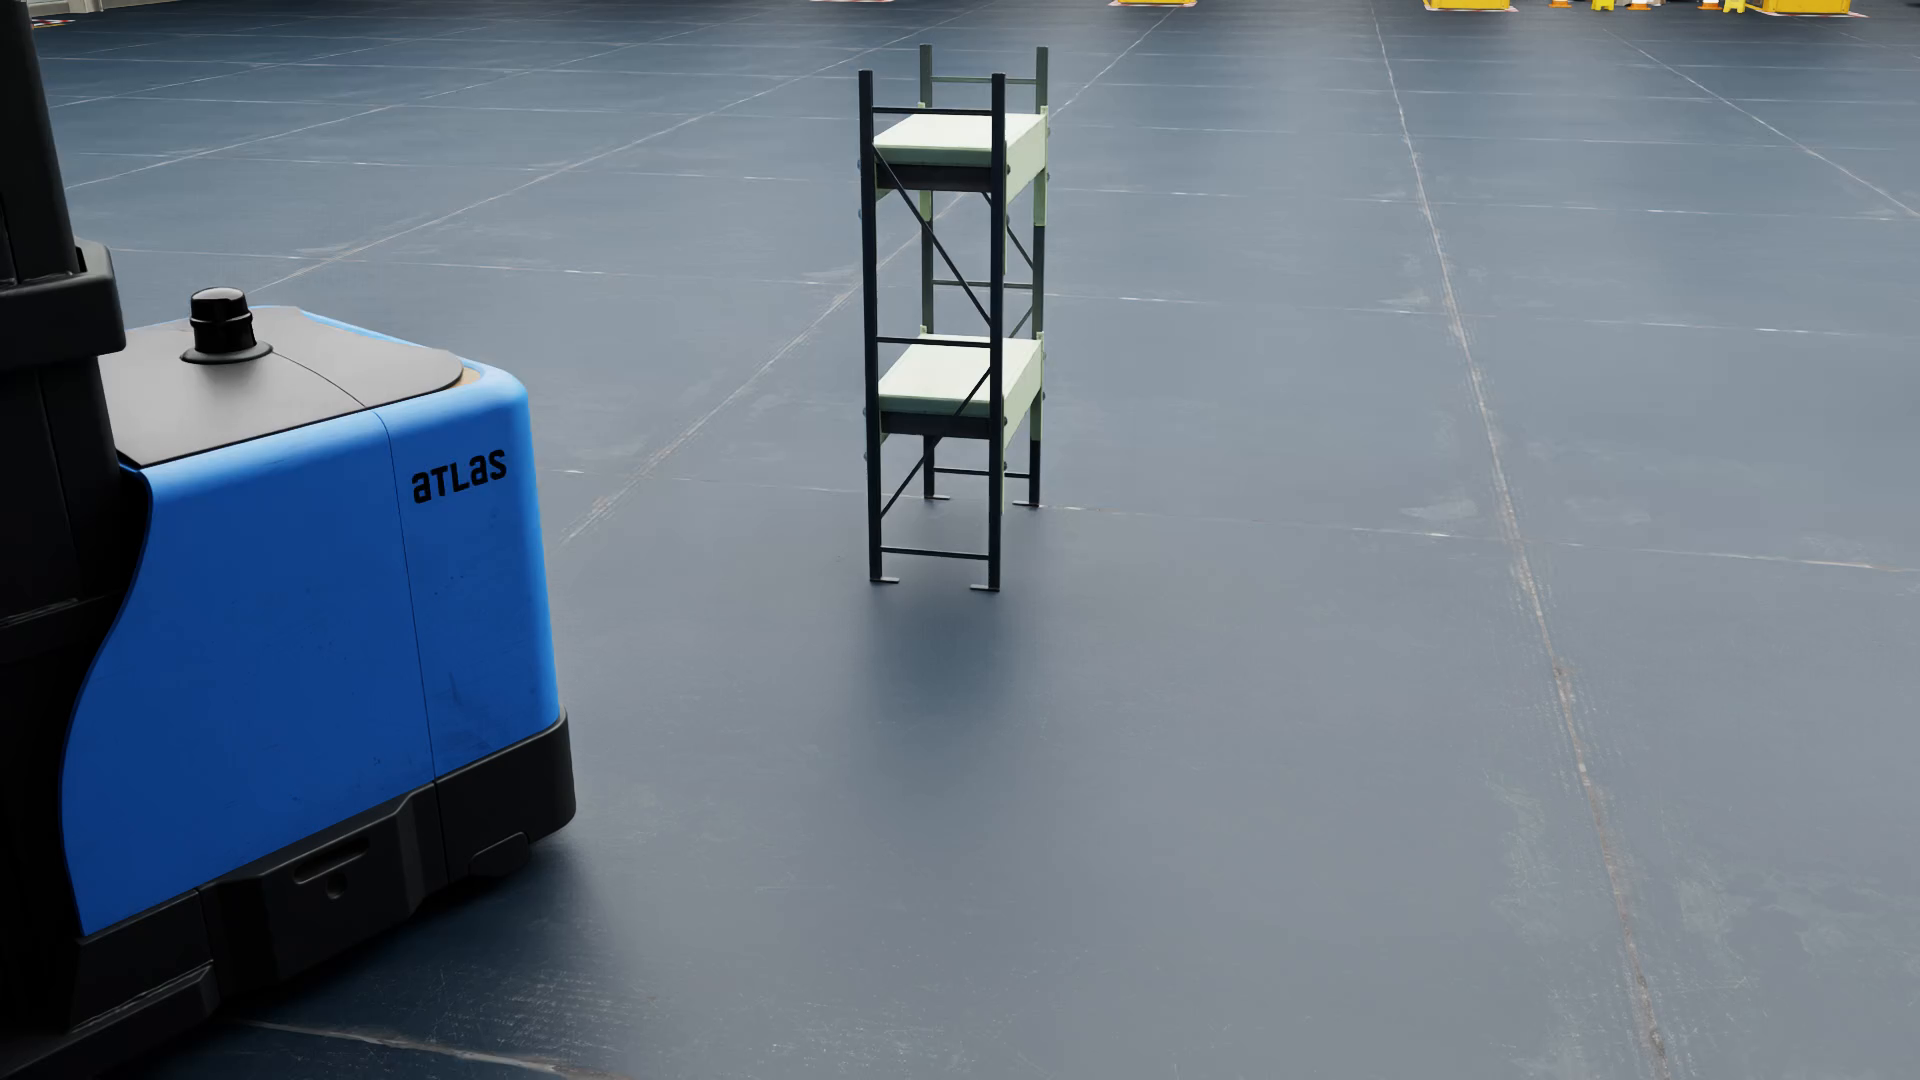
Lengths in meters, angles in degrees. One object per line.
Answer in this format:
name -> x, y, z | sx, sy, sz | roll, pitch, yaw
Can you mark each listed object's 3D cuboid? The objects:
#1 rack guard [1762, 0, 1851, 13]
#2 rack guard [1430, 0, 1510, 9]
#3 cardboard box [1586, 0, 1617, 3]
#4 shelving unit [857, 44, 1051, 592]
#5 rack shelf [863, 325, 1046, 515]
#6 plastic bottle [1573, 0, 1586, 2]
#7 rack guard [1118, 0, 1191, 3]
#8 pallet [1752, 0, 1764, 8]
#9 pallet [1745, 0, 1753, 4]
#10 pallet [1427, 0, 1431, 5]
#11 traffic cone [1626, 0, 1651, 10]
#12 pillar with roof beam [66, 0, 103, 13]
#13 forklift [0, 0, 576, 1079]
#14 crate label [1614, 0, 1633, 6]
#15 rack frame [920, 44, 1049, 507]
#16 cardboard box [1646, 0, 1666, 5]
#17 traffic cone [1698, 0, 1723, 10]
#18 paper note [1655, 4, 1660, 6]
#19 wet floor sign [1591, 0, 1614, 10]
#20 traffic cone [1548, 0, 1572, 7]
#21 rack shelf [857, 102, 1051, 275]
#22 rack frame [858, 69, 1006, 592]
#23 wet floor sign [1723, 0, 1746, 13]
rack guard -> 12.884, -8.287, 25.261 | 1.175, 0.500, 0.348 | 4, 22, 11
rack guard -> 7.997, -8.591, 26.015 | 1.175, 0.500, 0.348 | 4, 22, 11
cardboard box -> 10.748, -9.096, 27.265 | 0.797, 0.503, 0.637 | -11, 25, -26
shelving unit -> -0.001, -0.693, 5.067 | 0.431, 1.500, 0.755 | 4, 22, 11
rack shelf -> -0.001, -0.391, 5.189 | 0.431, 0.370, 0.720 | 4, 22, 11
plastic bottle -> 10.198, -8.925, 27.432 | 0.133, 0.061, 0.283 | -3, 22, -8
rack guard -> 3.182, -9.042, 27.136 | 1.175, 0.500, 0.348 | 4, 22, 11
pallet -> 13.084, -8.447, 26.046 | 1.003, 0.211, 1.213 | 4, 22, 11
pallet -> 13.335, -8.892, 27.150 | 1.003, 0.211, 1.213 | 4, 22, 11
pallet -> 8.088, -8.764, 26.832 | 1.003, 0.211, 1.213 | 4, 22, 11
traffic cone -> 10.537, -8.458, 25.735 | 0.336, 0.463, 0.334 | 4, 22, 11
pillar with roof beam -> -9.095, -11.889, 22.828 | 9.100, 9.000, 0.400 | 4, 22, 11
forklift -> -2.176, -0.385, 2.386 | 1.130, 2.935, 3.031 | 17, 28, 36
crate label -> 10.637, -8.599, 26.521 | 0.250, 0.136, 0.298 | -7, 23, -17
rack frame -> 0.073, -0.827, 5.400 | 0.400, 1.500, 0.023 | 4, 22, 11
cardboard box -> 11.158, -8.729, 26.829 | 0.380, 0.149, 0.250 | 18, 28, 38
traffic cone -> 11.693, -8.497, 25.833 | 0.336, 0.463, 0.334 | 4, 22, 11
paper note -> 11.112, -8.539, 26.514 | 0.148, 0.019, 0.142 | -3, 22, -8
wet floor sign -> 9.934, -8.505, 25.609 | 0.267, 0.644, 0.232 | 1, 22, 2
traffic cone -> 9.500, -8.668, 26.257 | 0.336, 0.463, 0.334 | 4, 22, 11
rack shelf -> -0.001, -1.055, 4.922 | 0.431, 0.370, 0.720 | 4, 22, 11
rack frame -> -0.076, -0.559, 4.735 | 0.400, 1.500, 0.023 | 4, 22, 11
wet floor sign -> 11.782, -8.339, 25.194 | 0.267, 0.644, 0.232 | 13, 25, 29
